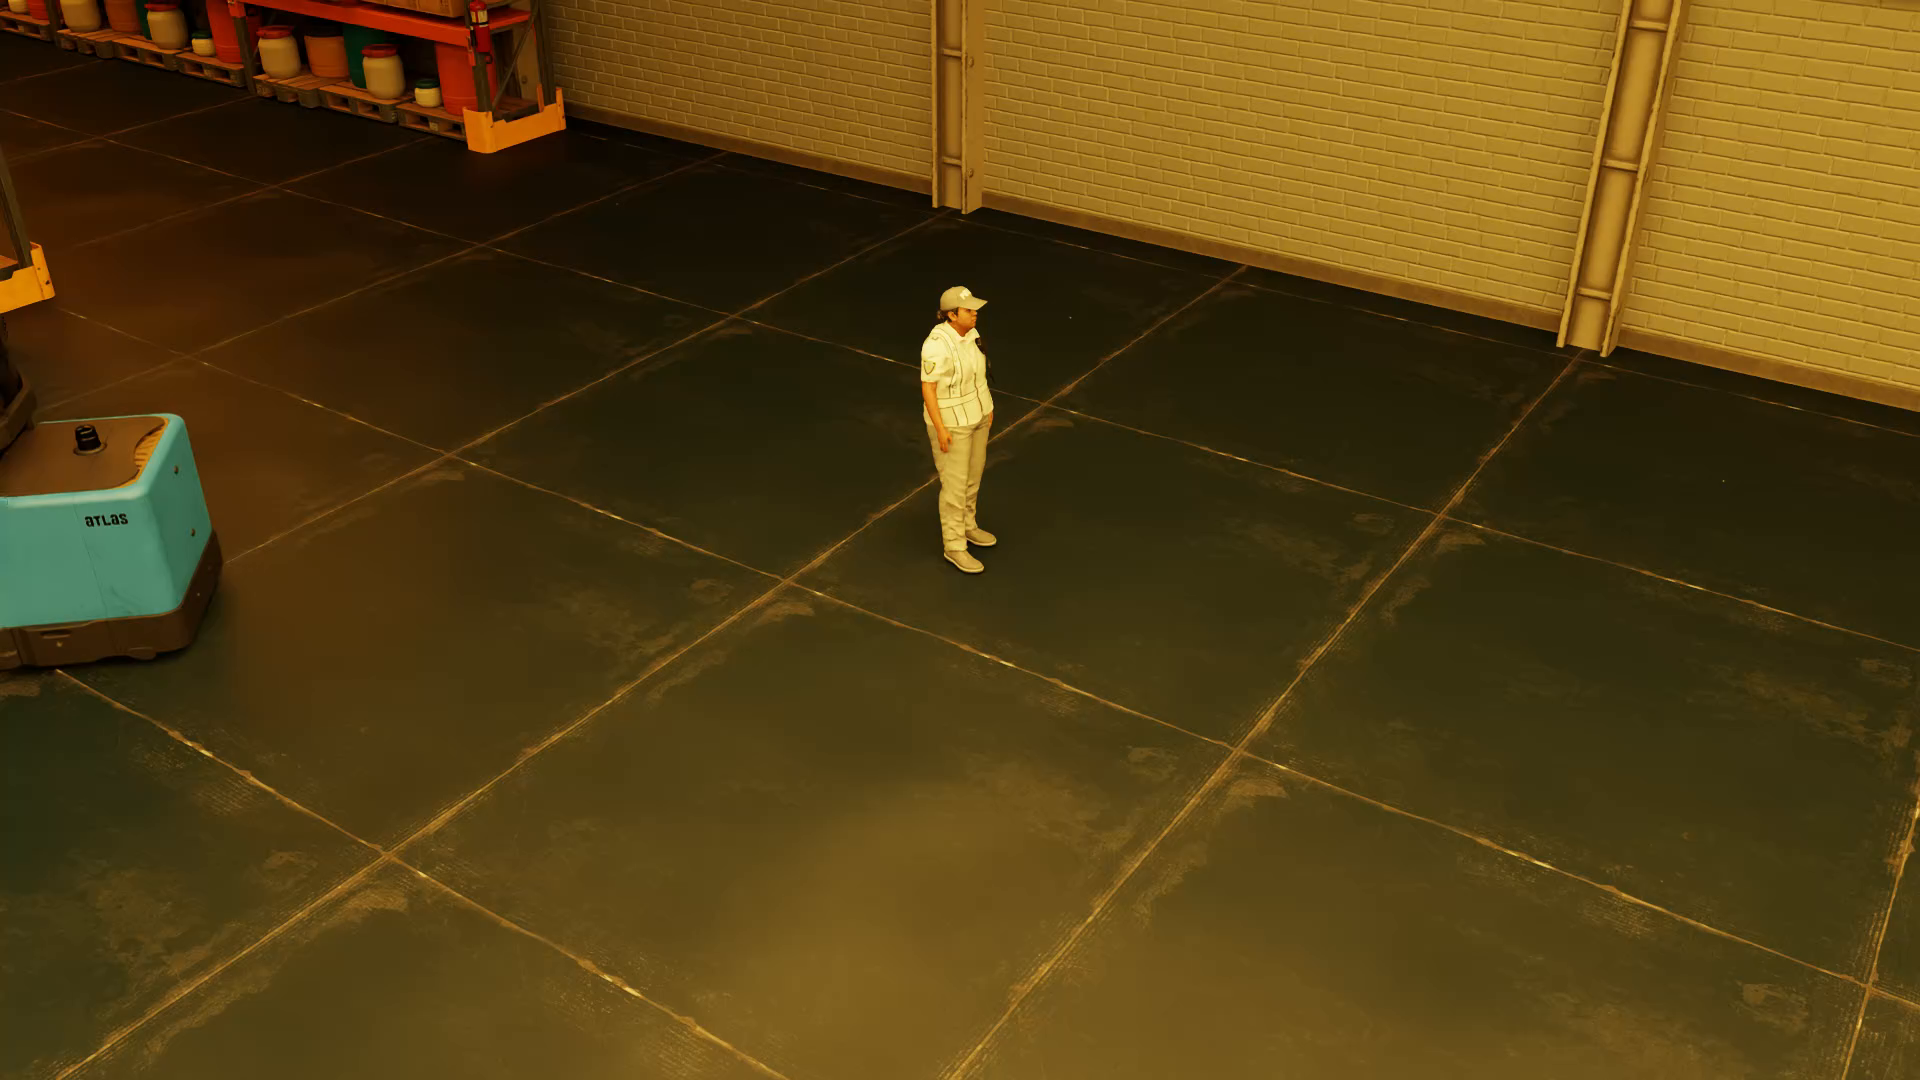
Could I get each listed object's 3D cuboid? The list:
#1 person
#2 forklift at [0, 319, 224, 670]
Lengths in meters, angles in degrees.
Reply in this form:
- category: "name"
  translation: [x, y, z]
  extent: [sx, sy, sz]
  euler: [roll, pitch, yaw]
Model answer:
- category: "person"
  translation: [0.052, -0.695, 10.024]
  extent: [0.527, 1.670, 0.598]
  euler: [19, 35, 29]
- category: "forklift"
  translation: [-5.895, -0.720, 8.820]
  extent: [3.031, 2.935, 1.130]
  euler: [-5, 31, -9]
